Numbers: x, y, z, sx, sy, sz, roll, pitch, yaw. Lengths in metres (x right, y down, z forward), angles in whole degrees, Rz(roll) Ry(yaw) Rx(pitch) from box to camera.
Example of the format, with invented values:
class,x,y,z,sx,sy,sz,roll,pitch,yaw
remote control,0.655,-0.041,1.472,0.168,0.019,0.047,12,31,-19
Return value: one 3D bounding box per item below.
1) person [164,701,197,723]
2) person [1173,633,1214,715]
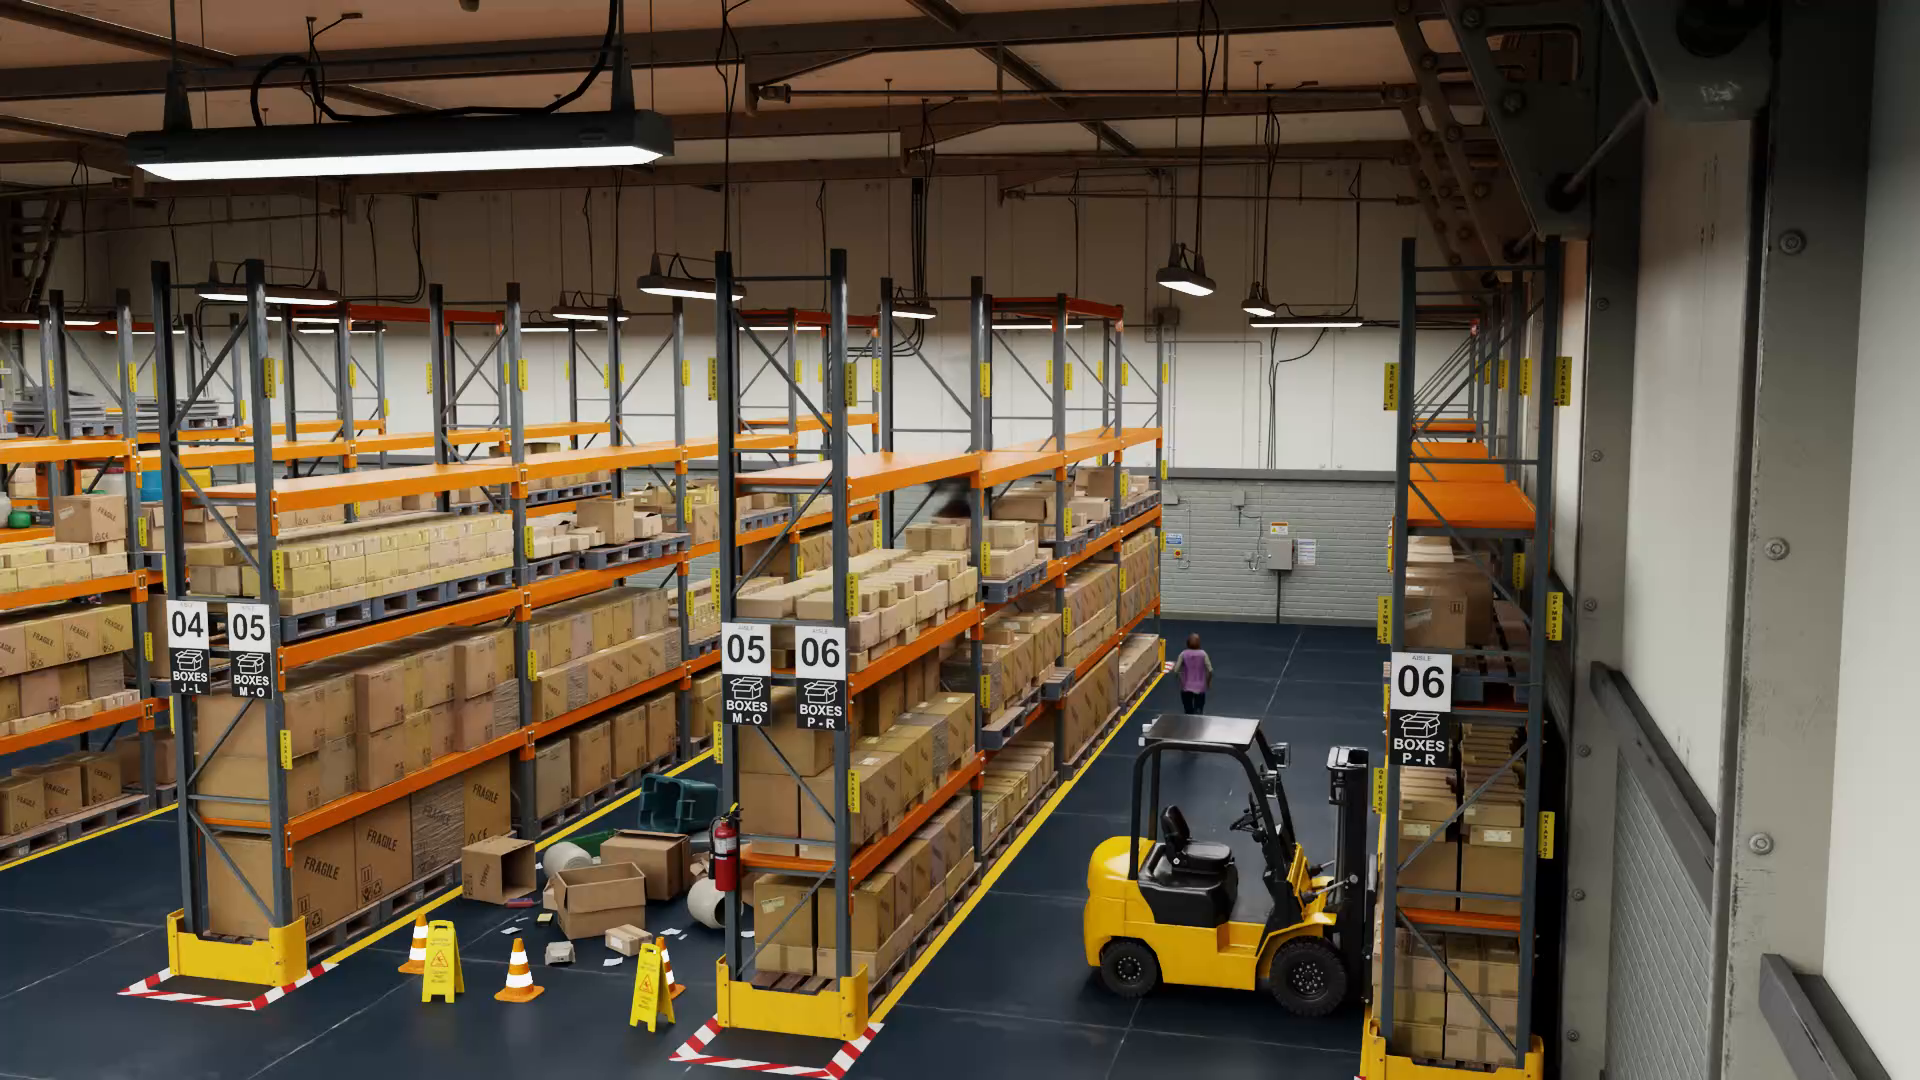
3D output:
class,x,y,z,sx,sy,sz,roll,pitch,yaw
person,-11.412,1.798,24.298,0.613,1.633,0.726,1,6,10
person,3.153,2.033,22.465,0.543,1.559,0.544,1,6,8
